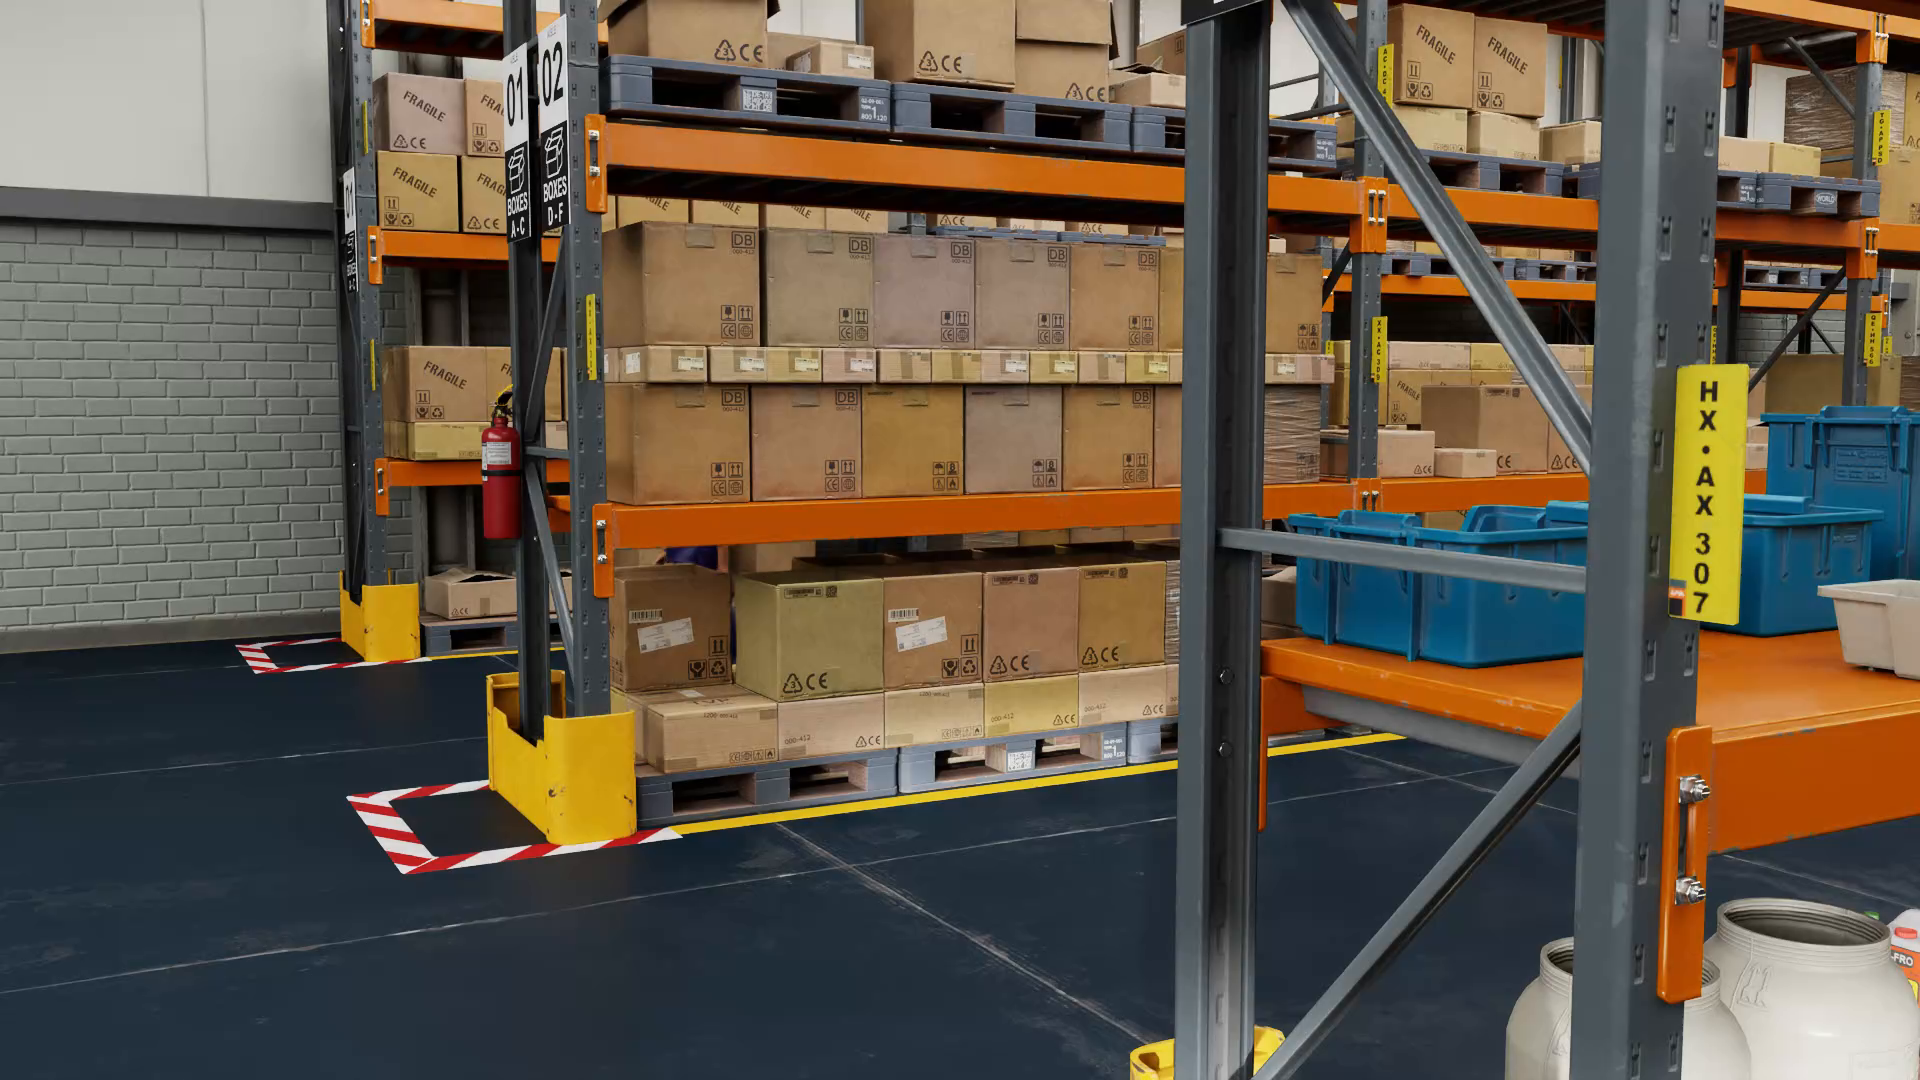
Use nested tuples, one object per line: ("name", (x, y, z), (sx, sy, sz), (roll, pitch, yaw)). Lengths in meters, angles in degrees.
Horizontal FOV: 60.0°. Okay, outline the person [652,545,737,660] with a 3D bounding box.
("person", (-1.513, 0.102, 9.460), (0.948, 1.588, 0.488), (-3, 6, -28))
